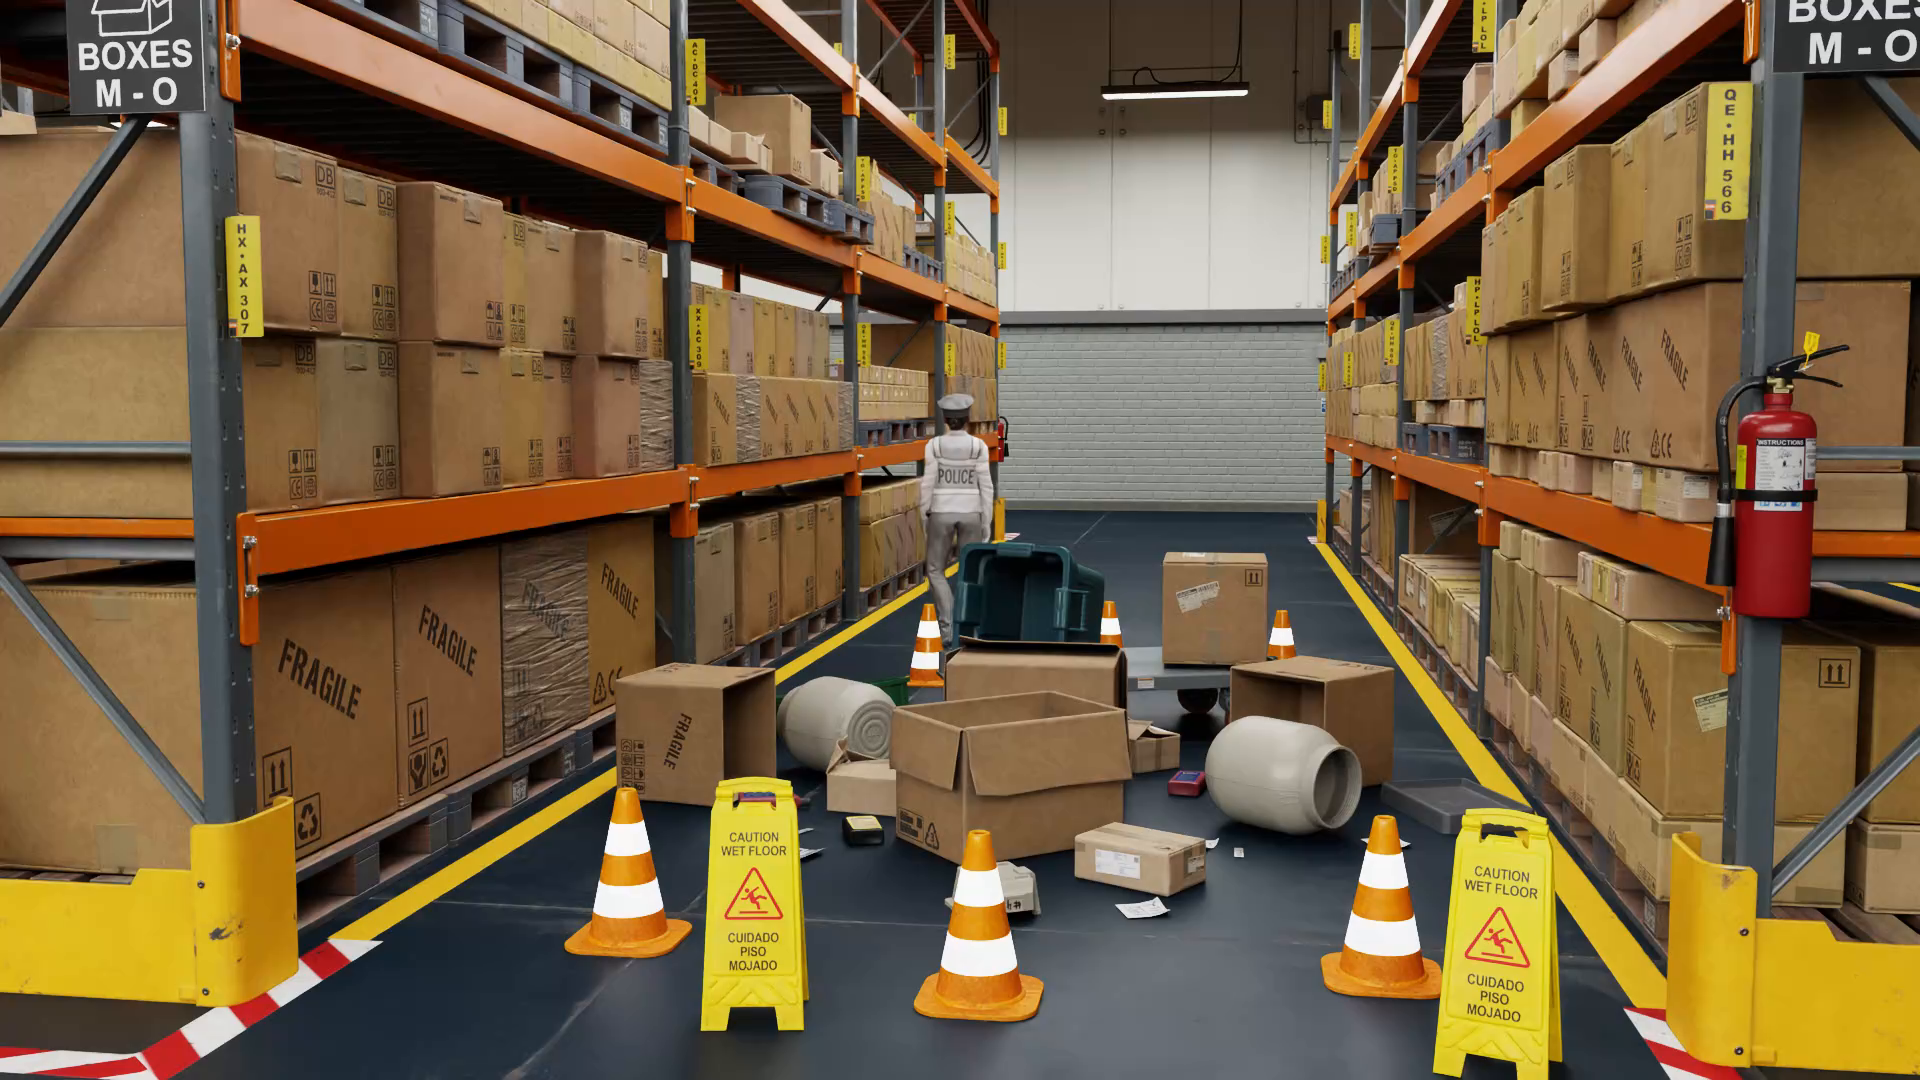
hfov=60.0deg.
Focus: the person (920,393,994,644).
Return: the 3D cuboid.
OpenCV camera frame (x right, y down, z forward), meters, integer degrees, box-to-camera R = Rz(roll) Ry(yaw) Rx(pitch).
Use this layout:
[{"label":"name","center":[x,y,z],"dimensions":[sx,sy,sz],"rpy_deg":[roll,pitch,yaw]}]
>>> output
[{"label":"person","center":[-0.022,-0.129,11.049],"dimensions":[0.492,1.693,0.370],"rpy_deg":[0,5,-3]}]
